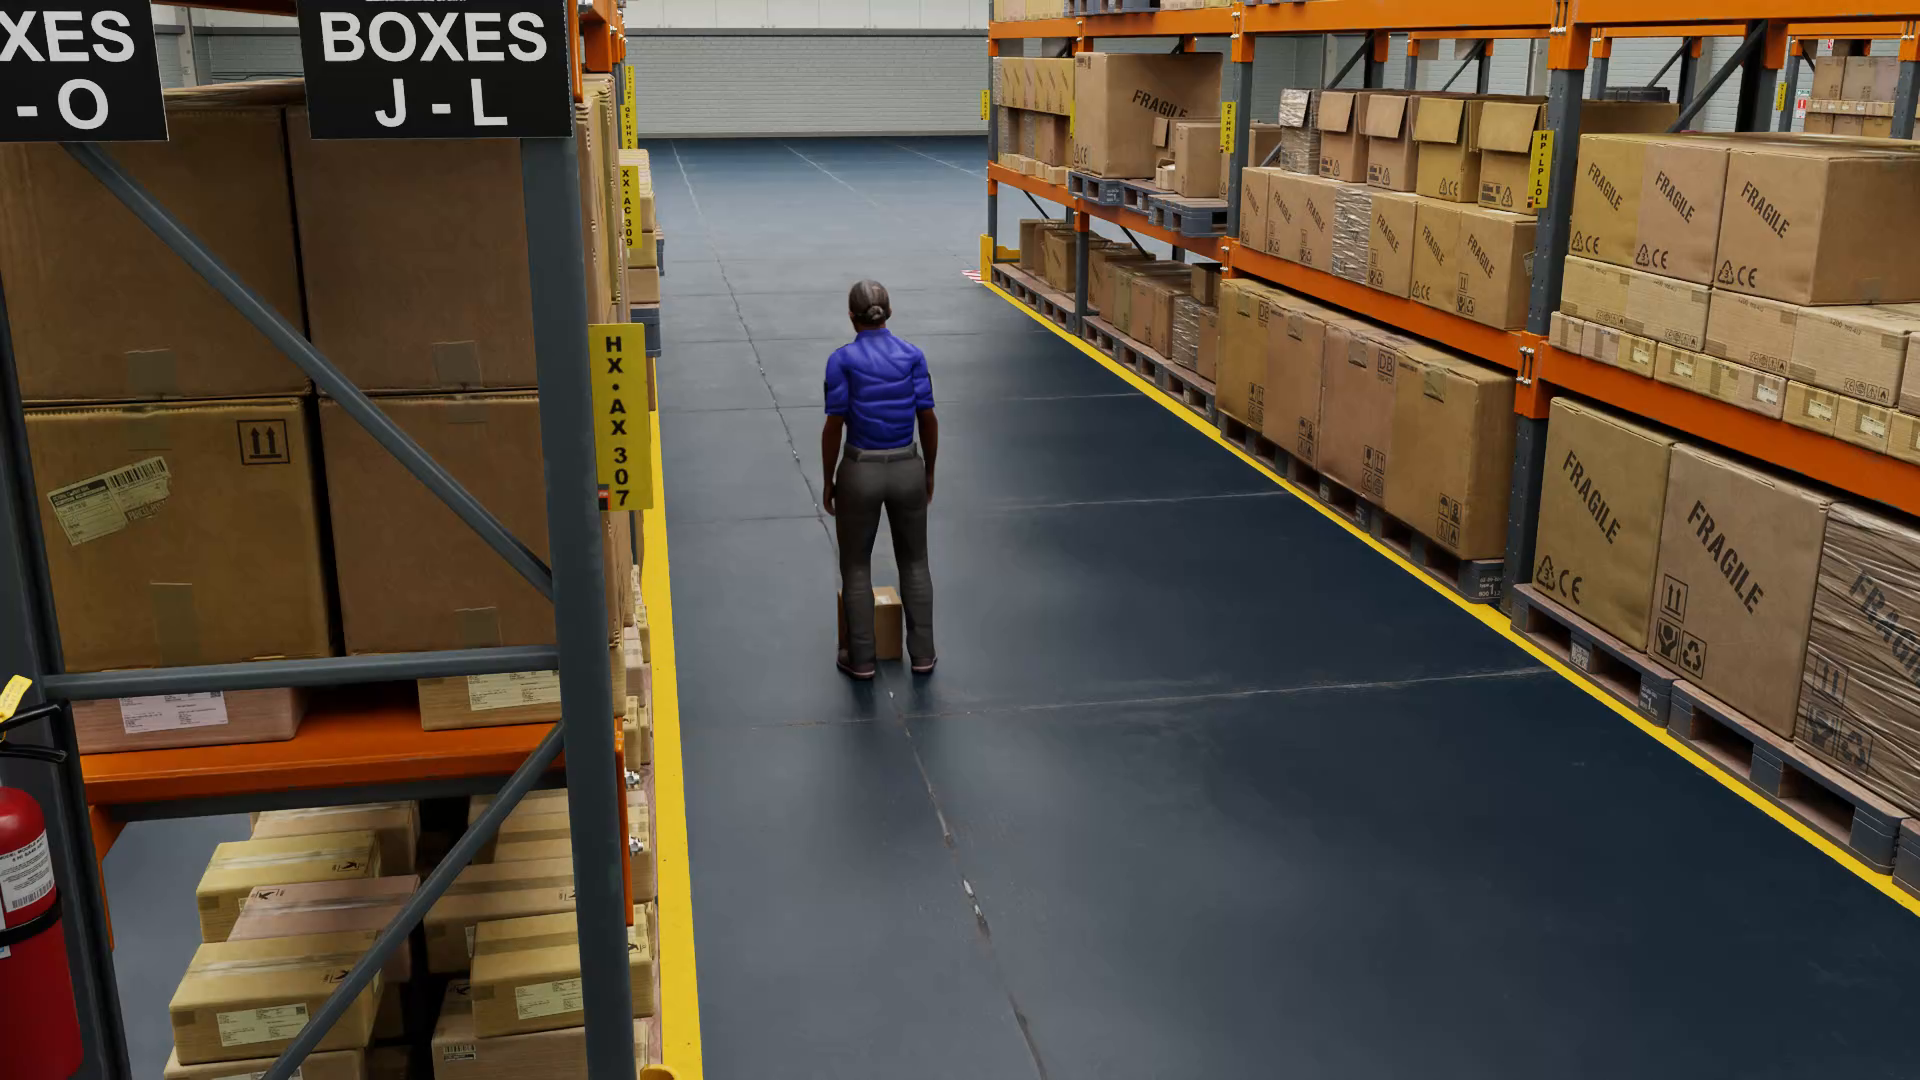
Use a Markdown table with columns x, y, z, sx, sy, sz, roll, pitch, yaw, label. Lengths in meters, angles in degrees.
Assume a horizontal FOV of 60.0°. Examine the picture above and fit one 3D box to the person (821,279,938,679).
| x | y | z | sx | sy | sz | roll | pitch | yaw | label |
| --- | --- | --- | --- | --- | --- | --- | --- | --- | --- |
| -0.324 | -0.242 | 6.865 | 0.511 | 1.654 | 0.346 | -4 | 17 | -15 | person |
